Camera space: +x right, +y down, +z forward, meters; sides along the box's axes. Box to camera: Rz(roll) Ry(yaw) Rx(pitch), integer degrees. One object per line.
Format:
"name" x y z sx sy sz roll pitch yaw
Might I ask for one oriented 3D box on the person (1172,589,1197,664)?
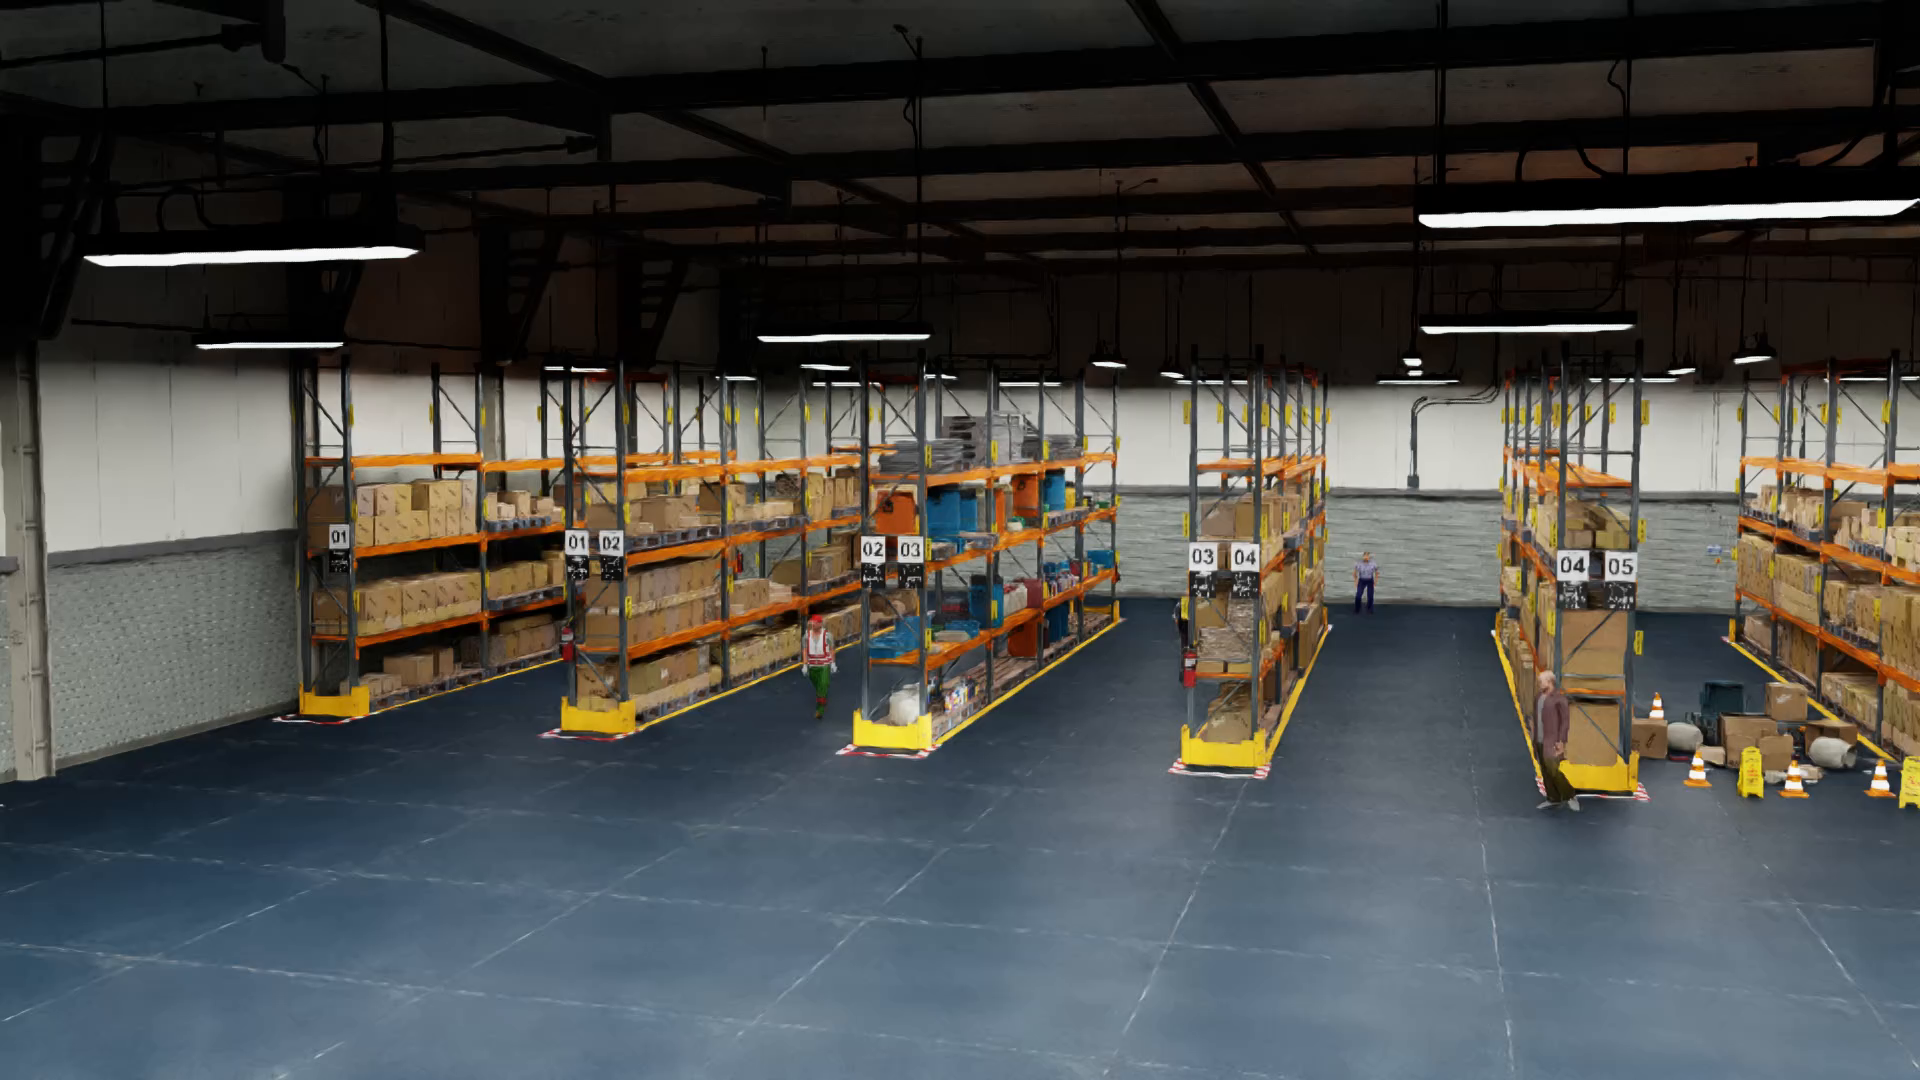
"person" 4.452 1.799 32.239 0.680 1.574 0.866 2 5 20

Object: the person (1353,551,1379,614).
"person" 10.235 1.069 41.955 0.625 1.596 0.510 1 4 13

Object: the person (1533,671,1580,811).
"person" 7.489 2.533 20.978 0.528 1.771 0.747 -2 5 -21

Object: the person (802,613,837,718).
"person" -2.365 2.061 27.583 0.556 1.705 1.116 1 4 13
